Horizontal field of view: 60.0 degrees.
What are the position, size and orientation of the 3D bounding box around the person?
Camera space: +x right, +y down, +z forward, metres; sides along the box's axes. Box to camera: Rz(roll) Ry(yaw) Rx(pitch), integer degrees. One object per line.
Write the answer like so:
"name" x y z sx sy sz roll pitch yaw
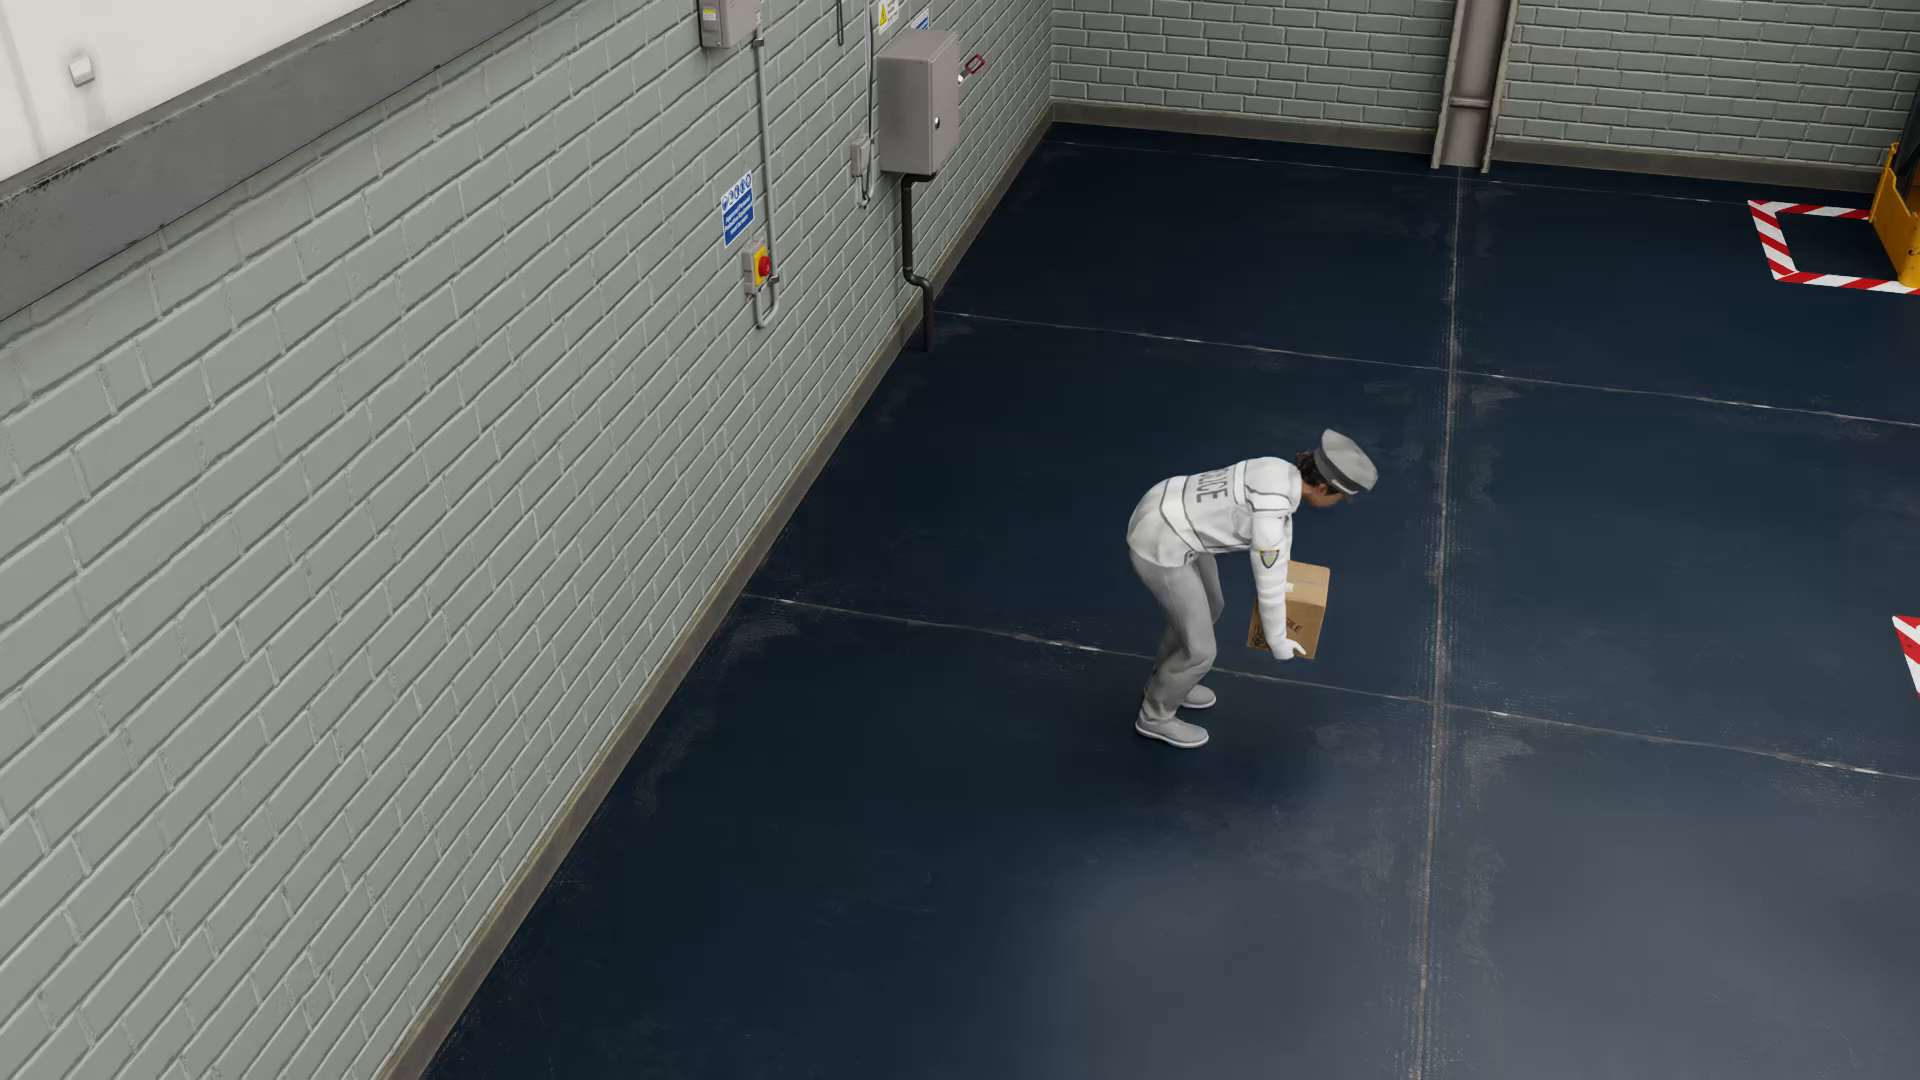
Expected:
"person" 1.044 0.174 6.186 0.865 1.327 0.417 7 34 11
